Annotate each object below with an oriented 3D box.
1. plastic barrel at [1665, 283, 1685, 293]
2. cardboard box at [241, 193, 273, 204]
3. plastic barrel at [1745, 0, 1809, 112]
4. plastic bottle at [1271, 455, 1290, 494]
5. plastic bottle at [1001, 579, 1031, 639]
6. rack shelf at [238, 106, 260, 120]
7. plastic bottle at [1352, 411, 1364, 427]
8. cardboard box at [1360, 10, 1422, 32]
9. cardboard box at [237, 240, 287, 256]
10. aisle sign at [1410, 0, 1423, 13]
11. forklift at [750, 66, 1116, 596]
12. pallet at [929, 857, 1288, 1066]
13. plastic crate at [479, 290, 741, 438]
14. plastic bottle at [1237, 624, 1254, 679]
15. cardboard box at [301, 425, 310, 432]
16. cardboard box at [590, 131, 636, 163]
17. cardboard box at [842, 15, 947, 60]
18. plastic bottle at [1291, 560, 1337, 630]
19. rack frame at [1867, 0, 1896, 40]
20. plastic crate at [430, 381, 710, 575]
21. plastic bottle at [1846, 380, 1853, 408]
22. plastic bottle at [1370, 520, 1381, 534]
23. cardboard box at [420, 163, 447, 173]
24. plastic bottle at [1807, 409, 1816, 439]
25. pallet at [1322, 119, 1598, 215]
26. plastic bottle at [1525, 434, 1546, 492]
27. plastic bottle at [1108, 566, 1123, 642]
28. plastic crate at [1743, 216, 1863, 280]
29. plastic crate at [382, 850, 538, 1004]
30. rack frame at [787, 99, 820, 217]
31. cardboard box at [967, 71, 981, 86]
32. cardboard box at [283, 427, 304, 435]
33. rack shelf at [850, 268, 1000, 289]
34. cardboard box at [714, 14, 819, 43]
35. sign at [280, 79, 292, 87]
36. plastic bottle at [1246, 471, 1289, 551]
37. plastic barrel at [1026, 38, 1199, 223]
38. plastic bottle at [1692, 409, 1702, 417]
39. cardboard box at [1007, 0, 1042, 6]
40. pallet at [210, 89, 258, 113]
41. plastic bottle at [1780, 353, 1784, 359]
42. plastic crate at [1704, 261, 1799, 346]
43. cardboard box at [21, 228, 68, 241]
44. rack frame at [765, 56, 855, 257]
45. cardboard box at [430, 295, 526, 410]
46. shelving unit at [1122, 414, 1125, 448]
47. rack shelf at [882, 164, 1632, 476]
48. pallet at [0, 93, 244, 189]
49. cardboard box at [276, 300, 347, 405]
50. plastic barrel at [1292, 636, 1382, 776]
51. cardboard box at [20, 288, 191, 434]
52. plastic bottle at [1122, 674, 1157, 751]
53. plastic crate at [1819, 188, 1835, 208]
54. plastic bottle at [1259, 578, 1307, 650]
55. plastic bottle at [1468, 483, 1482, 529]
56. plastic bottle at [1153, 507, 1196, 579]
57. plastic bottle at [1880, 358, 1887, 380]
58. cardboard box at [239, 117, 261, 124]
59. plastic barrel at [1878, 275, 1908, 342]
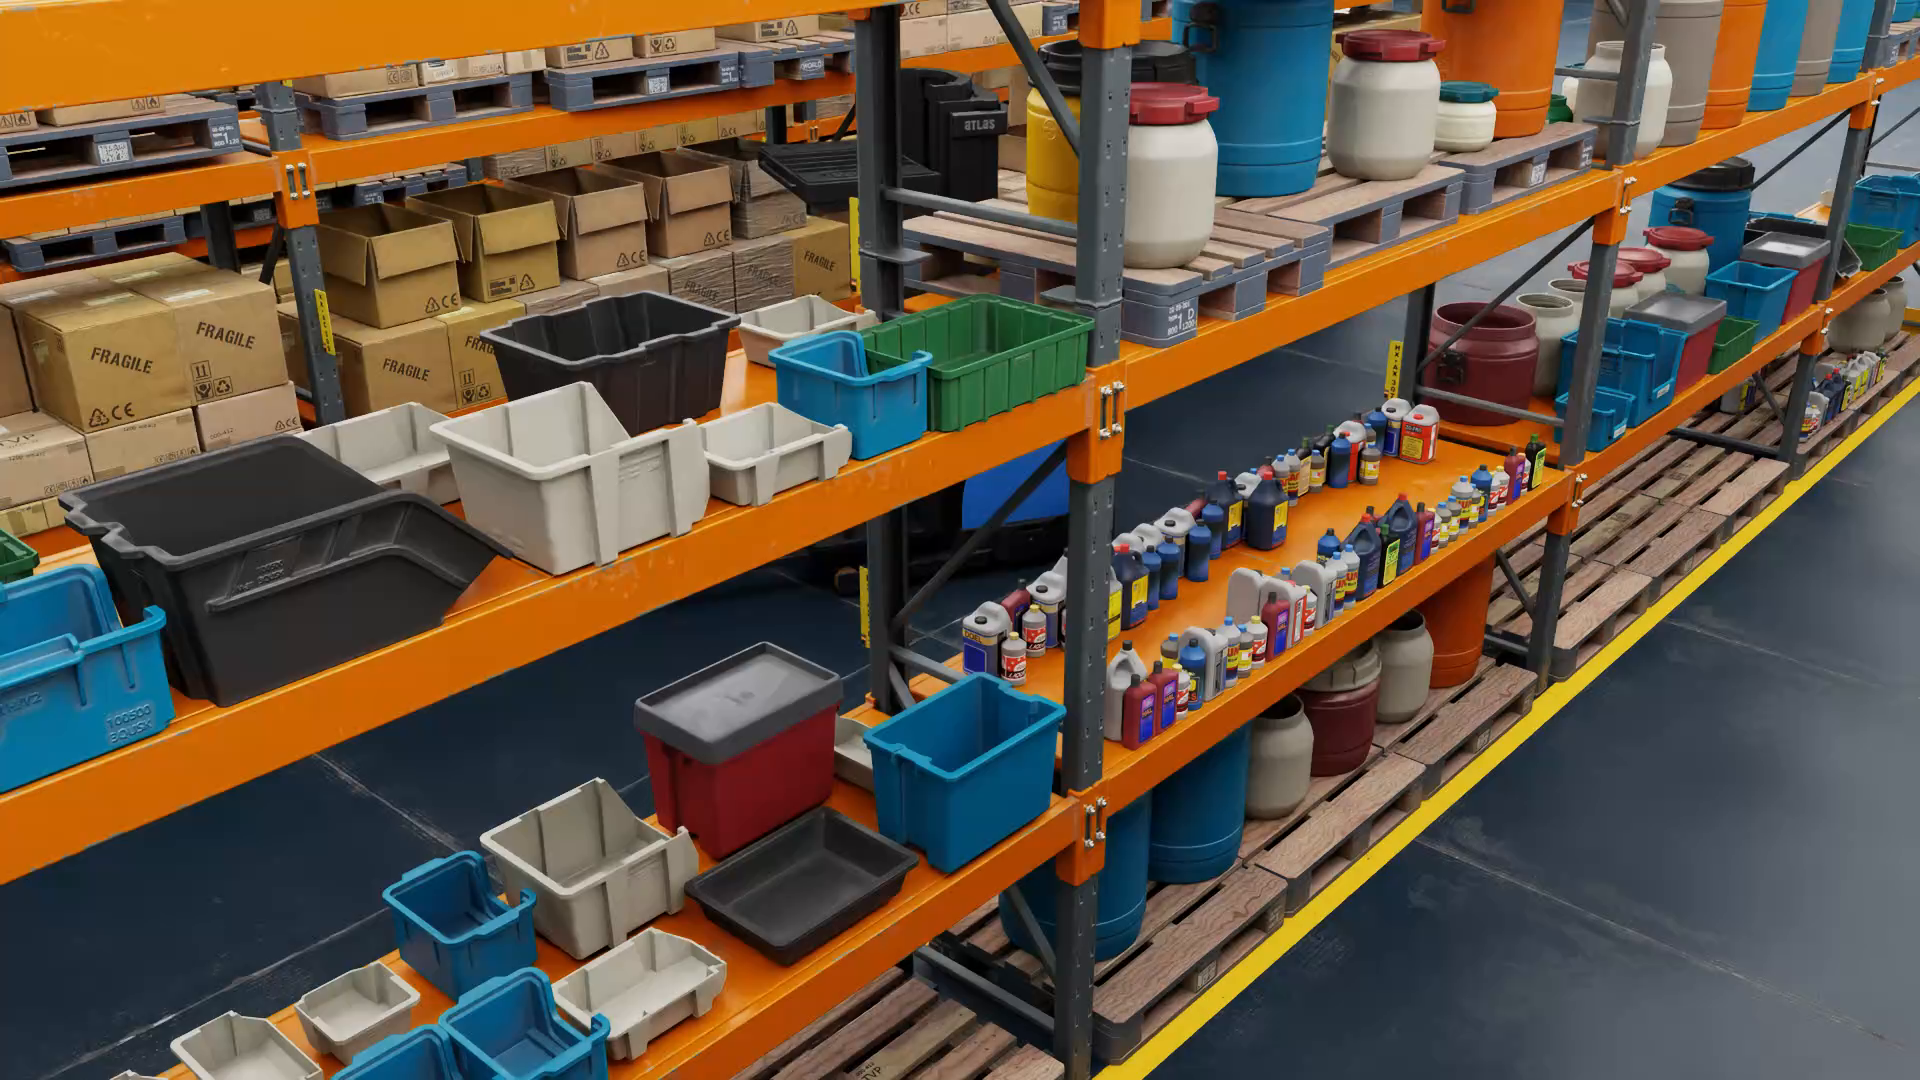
[{"bbox_3d":[4.418,-1.476,10.545,0.301,0.262,0.301,0,24,0],"label":"plastic barrel"},{"bbox_3d":[-5.595,-2.747,13.005,0.380,0.149,0.250,18,30,35],"label":"cardboard box"},{"bbox_3d":[4.365,-2.885,9.240,0.600,0.901,0.708,20,31,38],"label":"plastic barrel"},{"bbox_3d":[1.502,-0.270,7.844,0.097,0.271,0.097,0,24,0],"label":"plastic bottle"},{"bbox_3d":[0.219,0.299,6.560,0.061,0.283,0.133,20,31,38],"label":"plastic bottle"},{"bbox_3d":[-6.987,-5.021,19.162,1.077,0.370,4.000,20,31,38],"label":"rack shelf"},{"bbox_3d":[1.963,-0.497,8.336,0.061,0.283,0.133,20,31,38],"label":"plastic bottle"},{"bbox_3d":[4.214,-4.874,16.247,0.500,0.500,0.500,20,31,38],"label":"cardboard box"},{"bbox_3d":[-5.887,-2.367,13.988,0.500,0.250,0.500,20,31,38],"label":"cardboard box"},{"bbox_3d":[4.662,-5.595,16.385,0.394,0.787,0.004,20,31,38],"label":"aisle sign"},{"bbox_3d":[-0.586,-1.247,9.948,3.031,2.935,1.130,-9,26,-19],"label":"forklift"},{"bbox_3d":[0.623,1.585,6.956,1.003,0.211,1.213,20,31,38],"label":"pallet"},{"bbox_3d":[-0.957,-0.469,4.622,0.497,0.269,0.590,20,31,38],"label":"plastic crate"},{"bbox_3d":[1.076,0.421,6.387,0.097,0.201,0.097,0,24,0],"label":"plastic bottle"},{"bbox_3d":[-3.200,-0.238,9.699,1.225,0.875,0.875,20,31,38],"label":"cardboard box"},{"bbox_3d":[-3.394,-3.837,15.520,0.500,0.500,0.500,20,31,37],"label":"cardboard box"},{"bbox_3d":[-0.439,-3.408,11.202,0.500,0.250,0.500,21,31,38],"label":"cardboard box"},{"bbox_3d":[1.442,0.204,6.781,0.152,0.276,0.135,20,31,38],"label":"plastic bottle"},{"bbox_3d":[5.416,-4.638,10.095,1.000,3.000,0.127,20,31,38],"label":"rack frame"},{"bbox_3d":[-0.884,-0.150,3.897,0.437,0.282,0.530,20,31,38],"label":"plastic crate"},{"bbox_3d":[6.596,-1.095,12.407,0.097,0.201,0.097,0,24,0],"label":"plastic bottle"},{"bbox_3d":[1.773,0.040,7.138,0.061,0.283,0.133,20,31,38],"label":"plastic bottle"},{"bbox_3d":[-4.555,-3.221,14.061,0.380,0.149,0.250,21,31,38],"label":"cardboard box"},{"bbox_3d":[6.023,-0.833,11.824,0.097,0.201,0.097,0,24,0],"label":"plastic bottle"},{"bbox_3d":[2.163,-1.758,7.569,1.003,0.211,1.213,20,31,38],"label":"pallet"},{"bbox_3d":[2.794,-0.389,8.094,0.061,0.283,0.133,20,31,38],"label":"plastic bottle"},{"bbox_3d":[0.554,0.229,6.633,0.144,0.351,0.185,20,31,38],"label":"plastic bottle"},{"bbox_3d":[5.860,-1.997,11.614,0.767,0.338,0.504,20,31,38],"label":"plastic crate"},{"bbox_3d":[-1.413,1.109,4.742,0.416,0.233,0.300,20,31,38],"label":"plastic crate"},{"bbox_3d":[-1.899,-4.638,17.428,1.000,3.000,0.127,20,31,38],"label":"rack frame"},{"bbox_3d":[-0.261,-5.490,19.145,0.875,0.550,0.550,20,31,38],"label":"cardboard box"},{"bbox_3d":[-3.571,-0.519,8.548,0.380,0.149,0.250,20,31,38],"label":"cardboard box"},{"bbox_3d":[0.393,-2.315,13.127,1.077,0.370,4.000,20,31,38],"label":"rack shelf"},{"bbox_3d":[-1.296,-3.436,10.442,0.637,0.503,0.797,-22,32,-40],"label":"cardboard box"},{"bbox_3d":[-3.198,-2.305,7.830,0.100,0.325,0.005,20,31,38],"label":"sign"},{"bbox_3d":[1.385,-0.145,7.468,0.144,0.351,0.185,20,31,38],"label":"plastic bottle"},{"bbox_3d":[0.535,-1.443,5.892,0.600,0.588,0.600,0,24,0],"label":"plastic barrel"},{"bbox_3d":[5.426,-1.020,12.241,0.097,0.201,0.097,0,24,0],"label":"plastic bottle"},{"bbox_3d":[0.235,-4.058,11.736,0.500,0.500,0.500,19,30,36],"label":"cardboard box"},{"bbox_3d":[-7.926,-4.899,18.244,1.213,0.211,1.003,20,31,38],"label":"pallet"},{"bbox_3d":[6.643,-1.608,13.467,0.097,0.271,0.097,0,24,0],"label":"plastic bottle"},{"bbox_3d":[4.911,-1.472,10.387,0.392,0.384,0.575,20,31,38],"label":"plastic crate"},{"bbox_3d":[-6.633,-2.272,11.945,0.380,0.149,0.250,18,30,35],"label":"cardboard box"},{"bbox_3d":[-0.942,-2.034,11.621,1.000,3.000,0.127,20,31,38],"label":"rack frame"},{"bbox_3d":[-2.784,-1.087,9.385,0.500,0.500,0.500,20,31,38],"label":"cardboard box"},{"bbox_3d":[0.729,-1.229,11.658,0.587,1.500,1.083,10,26,22],"label":"shelving unit"},{"bbox_3d":[1.411,-1.113,6.779,1.077,0.370,4.000,20,31,38],"label":"rack shelf"},{"bbox_3d":[-4.166,-1.897,7.758,1.003,0.211,1.213,20,31,38],"label":"pallet"},{"bbox_3d":[-3.503,-1.078,9.366,0.500,0.500,0.500,20,31,38],"label":"cardboard box"},{"bbox_3d":[1.679,0.725,7.902,0.600,0.588,0.708,20,31,38],"label":"plastic barrel"},{"bbox_3d":[-4.057,-0.861,7.906,0.500,0.500,0.500,21,31,38],"label":"cardboard box"},{"bbox_3d":[0.639,0.595,5.900,0.061,0.283,0.133,20,31,38],"label":"plastic bottle"},{"bbox_3d":[7.249,-2.814,13.683,0.298,0.136,0.250,20,31,38],"label":"plastic crate"},{"bbox_3d":[1.287,0.274,6.624,0.152,0.276,0.135,20,31,38],"label":"plastic bottle"},{"bbox_3d":[2.354,-0.162,7.688,0.097,0.201,0.097,0,24,0],"label":"plastic bottle"},{"bbox_3d":[0.924,0.008,7.217,0.152,0.276,0.135,20,31,38],"label":"plastic bottle"},{"bbox_3d":[7.186,-1.364,13.008,0.097,0.201,0.097,0,24,0],"label":"plastic bottle"},{"bbox_3d":[-5.722,-3.360,13.645,0.380,0.149,0.250,22,32,40],"label":"cardboard box"},{"bbox_3d":[7.703,-1.954,13.970,0.421,0.512,0.421,0,24,0],"label":"plastic barrel"}]
